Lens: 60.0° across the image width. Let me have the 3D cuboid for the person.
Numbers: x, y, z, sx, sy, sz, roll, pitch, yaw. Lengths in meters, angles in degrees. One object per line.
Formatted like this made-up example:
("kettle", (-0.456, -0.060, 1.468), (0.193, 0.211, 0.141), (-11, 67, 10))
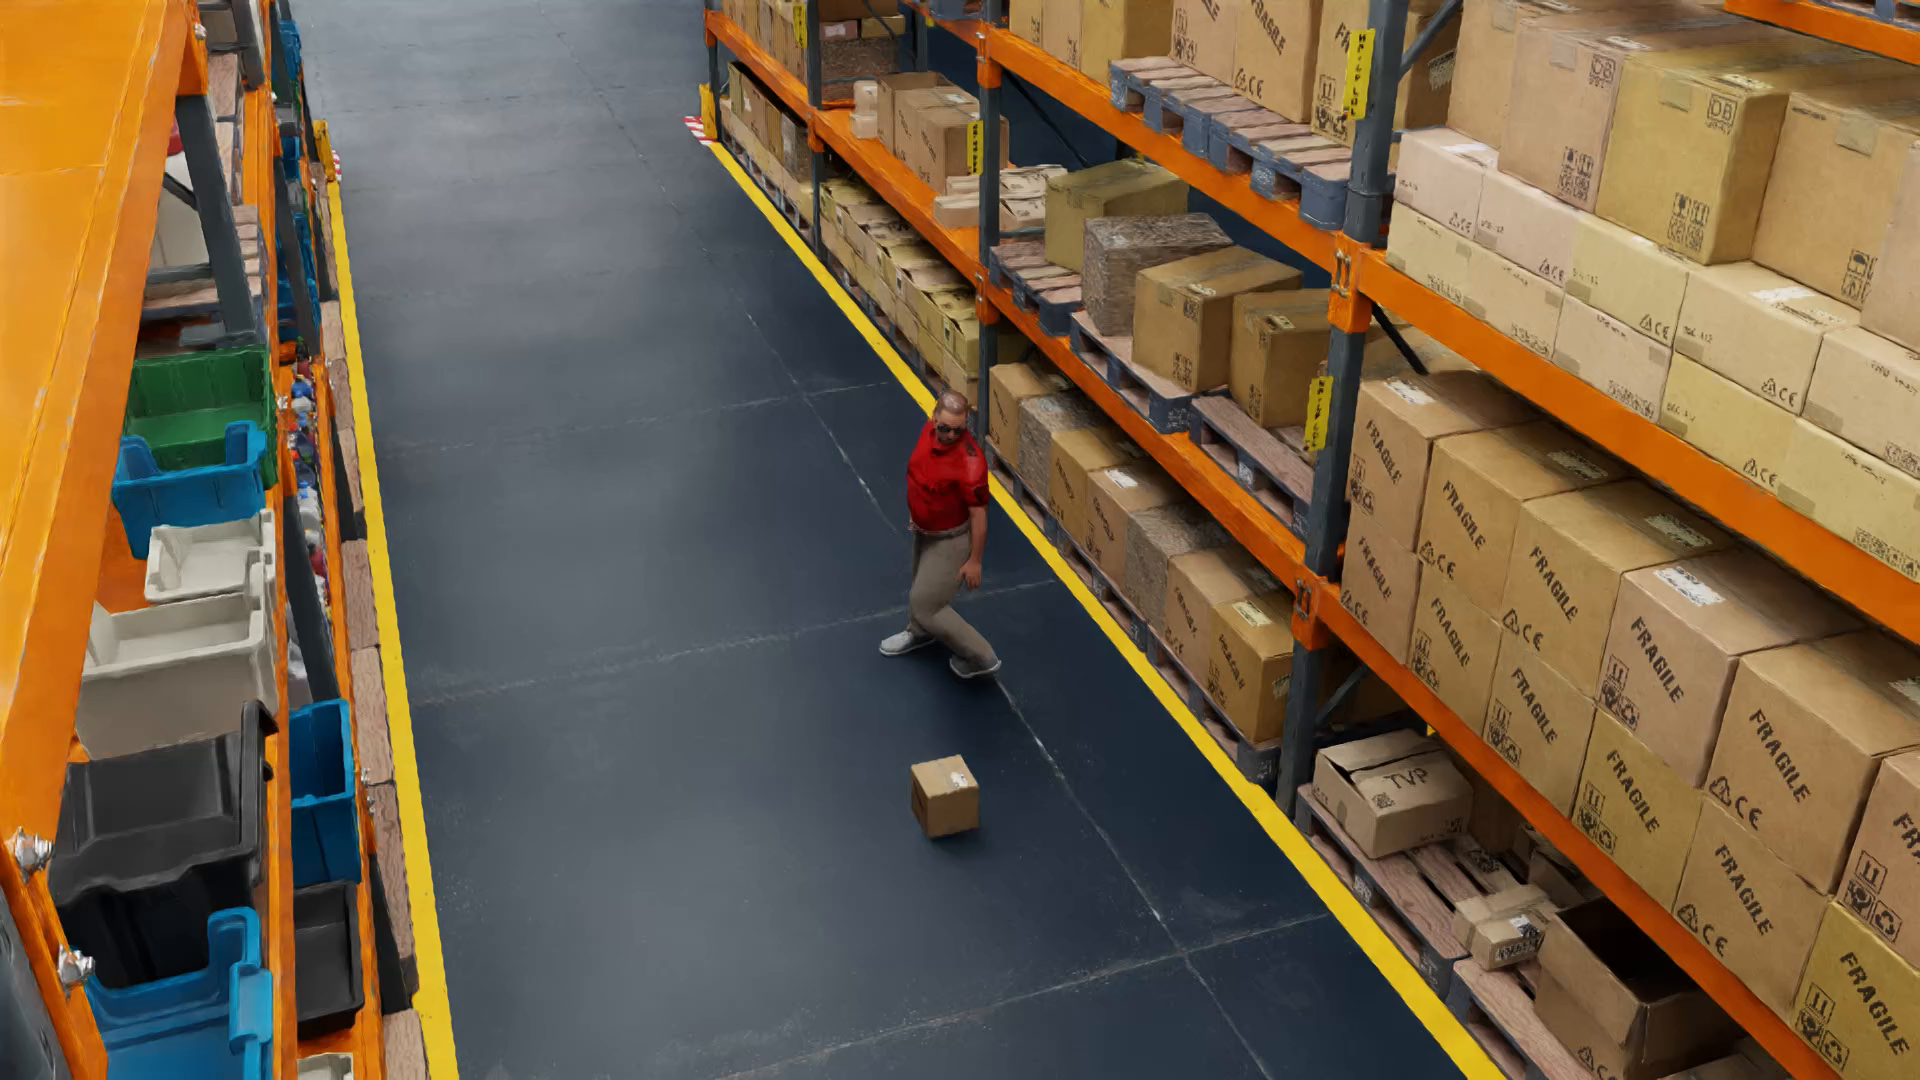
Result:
("person", (-0.110, -0.036, 8.454), (0.525, 1.697, 0.675), (-9, 31, -15))
